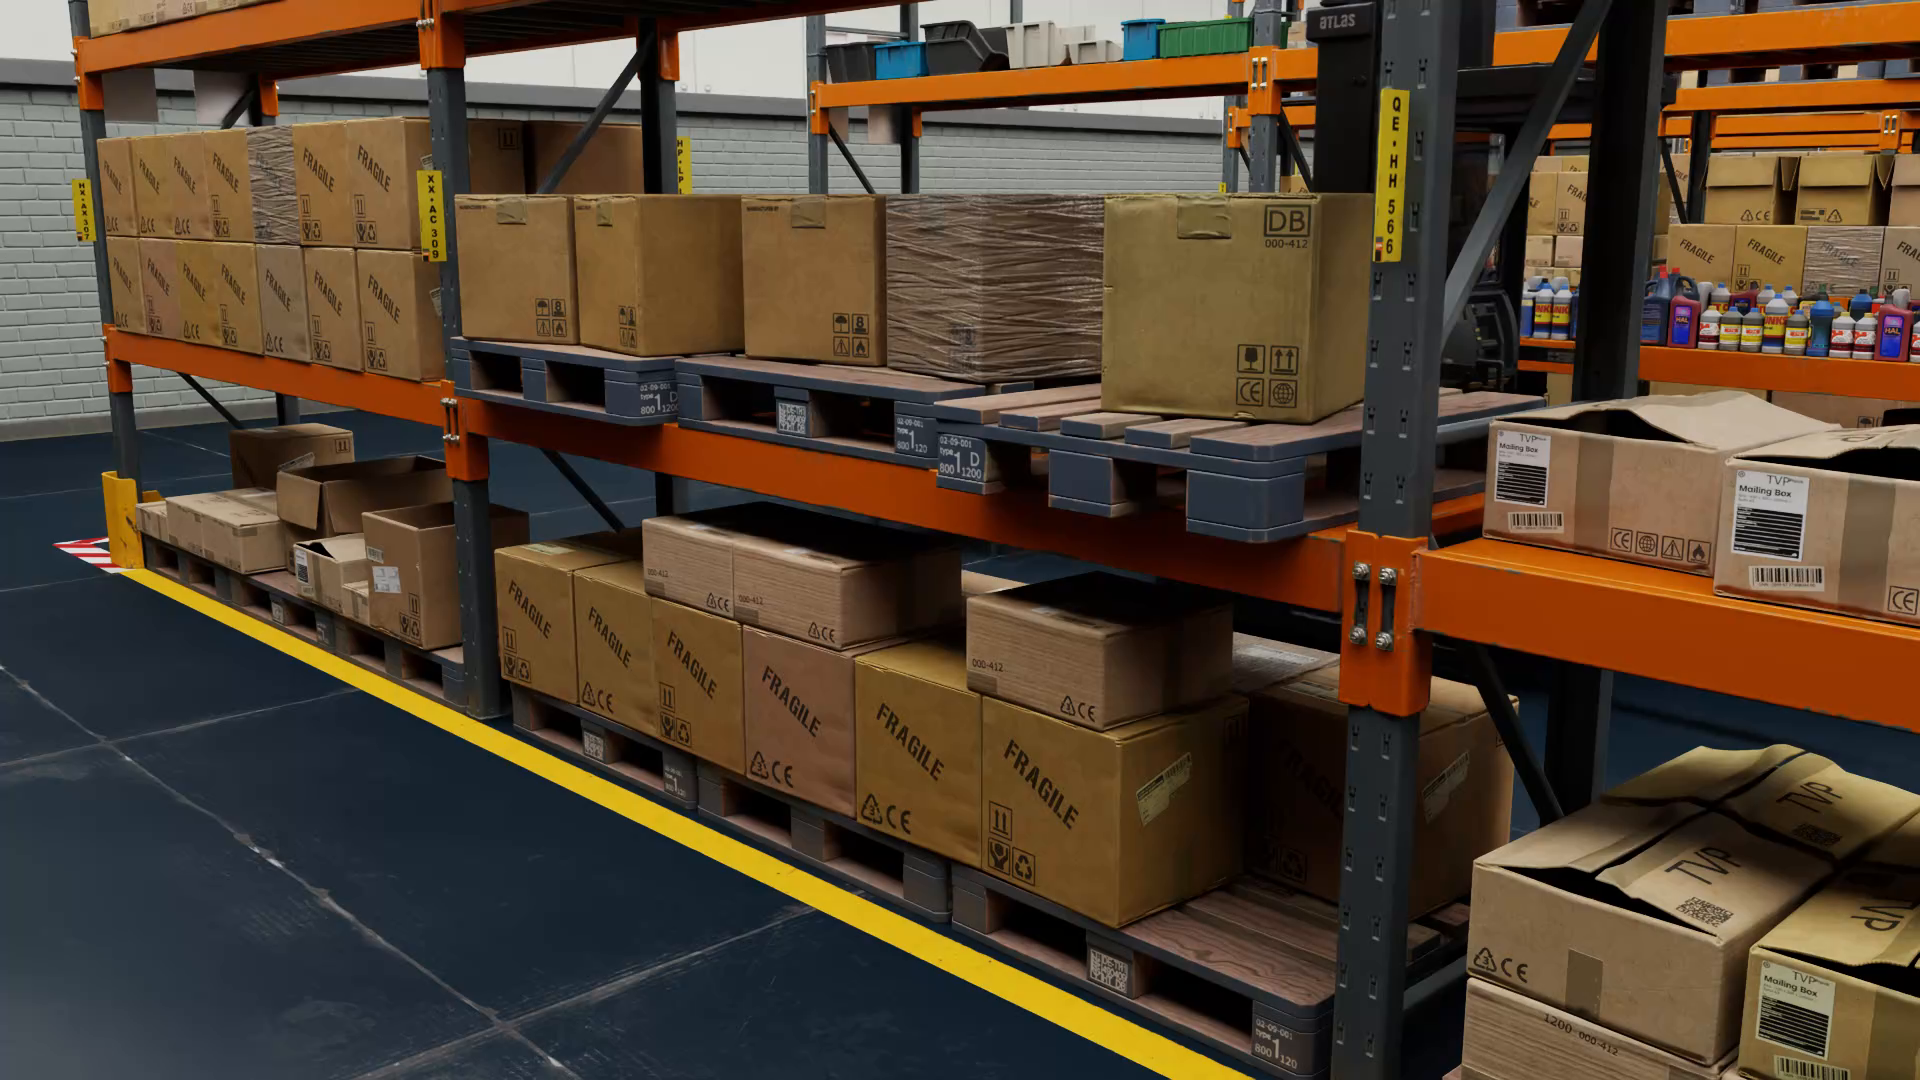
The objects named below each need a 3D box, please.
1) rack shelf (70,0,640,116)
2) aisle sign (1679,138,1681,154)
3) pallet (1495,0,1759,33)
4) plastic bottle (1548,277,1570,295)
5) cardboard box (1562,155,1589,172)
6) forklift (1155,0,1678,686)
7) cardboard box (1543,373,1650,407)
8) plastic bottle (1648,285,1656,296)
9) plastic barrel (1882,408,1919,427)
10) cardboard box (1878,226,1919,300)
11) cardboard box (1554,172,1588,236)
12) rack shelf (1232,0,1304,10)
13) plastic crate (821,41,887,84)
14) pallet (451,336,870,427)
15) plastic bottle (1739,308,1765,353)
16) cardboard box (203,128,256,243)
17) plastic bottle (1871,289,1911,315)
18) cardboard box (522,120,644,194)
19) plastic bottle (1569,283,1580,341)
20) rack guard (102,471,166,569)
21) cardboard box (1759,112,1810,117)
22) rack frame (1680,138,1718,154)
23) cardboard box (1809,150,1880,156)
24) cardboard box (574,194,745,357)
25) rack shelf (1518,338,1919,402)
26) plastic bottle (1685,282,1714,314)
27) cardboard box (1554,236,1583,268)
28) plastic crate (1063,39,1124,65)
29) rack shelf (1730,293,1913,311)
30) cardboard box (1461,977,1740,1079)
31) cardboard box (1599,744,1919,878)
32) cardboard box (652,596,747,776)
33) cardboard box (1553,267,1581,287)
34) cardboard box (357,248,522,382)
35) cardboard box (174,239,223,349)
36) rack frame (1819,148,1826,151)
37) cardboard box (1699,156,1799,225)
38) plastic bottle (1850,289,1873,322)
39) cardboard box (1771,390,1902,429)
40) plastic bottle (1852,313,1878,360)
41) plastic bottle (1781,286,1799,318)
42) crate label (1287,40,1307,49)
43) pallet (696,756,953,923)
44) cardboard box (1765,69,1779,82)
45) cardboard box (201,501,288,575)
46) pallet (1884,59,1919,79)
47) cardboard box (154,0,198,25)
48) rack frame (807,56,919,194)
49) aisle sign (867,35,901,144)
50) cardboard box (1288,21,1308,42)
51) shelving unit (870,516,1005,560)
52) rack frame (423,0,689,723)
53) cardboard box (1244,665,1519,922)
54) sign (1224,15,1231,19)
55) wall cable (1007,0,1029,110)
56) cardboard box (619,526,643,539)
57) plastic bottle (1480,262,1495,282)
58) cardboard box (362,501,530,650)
[{"bbox_3d":[-2.920,-2.245,7.724,1.077,0.370,4.000,-11,16,-43],"label":"rack shelf"},{"bbox_3d":[9.774,-5.424,22.364,0.394,0.787,0.004,-11,16,-43],"label":"aisle sign"},{"bbox_3d":[3.443,-2.637,8.310,1.003,0.211,1.213,-11,16,-43],"label":"pallet"},{"bbox_3d":[3.245,-1.306,9.125,0.152,0.276,0.135,-11,16,-43],"label":"plastic bottle"},{"bbox_3d":[6.994,-3.985,18.360,0.500,0.500,0.500,-10,15,-41],"label":"cardboard box"},{"bbox_3d":[2.318,-0.930,7.161,1.130,2.935,3.031,-10,15,-41],"label":"forklift"},{"bbox_3d":[5.230,-1.489,13.928,0.875,0.875,0.875,-11,16,-43],"label":"cardboard box"},{"bbox_3d":[3.408,-1.099,8.099,0.061,0.283,0.133,-11,16,-43],"label":"plastic bottle"},{"bbox_3d":[4.458,-0.154,7.563,0.600,0.830,0.708,-11,16,-43],"label":"plastic barrel"},{"bbox_3d":[6.819,-1.942,11.657,0.500,0.500,0.500,-10,16,-41],"label":"cardboard box"},{"bbox_3d":[5.117,-2.686,13.289,0.500,0.500,0.500,-10,15,-41],"label":"cardboard box"},{"bbox_3d":[4.247,-4.898,14.159,1.077,0.370,4.000,-11,16,-43],"label":"rack shelf"},{"bbox_3d":[-0.652,-3.420,11.967,0.497,0.269,0.590,-11,16,-43],"label":"plastic crate"},{"bbox_3d":[-1.066,-0.610,5.916,1.003,0.211,1.213,-11,16,-43],"label":"pallet"},{"bbox_3d":[3.658,-0.969,7.671,0.097,0.201,0.097,0,12,0],"label":"plastic bottle"},{"bbox_3d":[-3.126,-1.634,7.685,0.500,0.500,0.500,-11,16,-43],"label":"cardboard box"},{"bbox_3d":[4.424,-1.057,7.917,0.152,0.276,0.135,-11,16,-43],"label":"plastic bottle"},{"bbox_3d":[-1.661,-1.483,6.950,0.500,0.500,0.500,-10,16,-41],"label":"cardboard box"},{"bbox_3d":[3.131,-1.160,8.230,0.144,0.351,0.185,-11,16,-43],"label":"plastic bottle"},{"bbox_3d":[-4.249,-0.185,9.569,1.175,0.500,0.348,-11,16,-43],"label":"rack guard"},{"bbox_3d":[8.415,-4.397,16.757,0.500,0.250,0.500,-11,16,-43],"label":"cardboard box"},{"bbox_3d":[10.033,-4.181,22.771,1.000,3.000,0.127,-11,16,-43],"label":"rack frame"},{"bbox_3d":[8.765,-3.608,16.527,0.500,0.500,0.500,11,16,43],"label":"cardboard box"},{"bbox_3d":[-0.853,-0.899,5.553,0.700,0.500,0.500,-8,14,-34],"label":"cardboard box"},{"bbox_3d":[3.427,-0.882,8.540,1.077,0.370,4.000,-11,16,-43],"label":"rack shelf"},{"bbox_3d":[3.785,-1.192,8.571,0.152,0.276,0.135,-11,16,-43],"label":"plastic bottle"},{"bbox_3d":[5.133,-2.316,13.355,0.500,0.250,0.500,-11,16,-44],"label":"cardboard box"},{"bbox_3d":[0.892,-2.999,10.252,0.293,0.136,0.466,-11,16,-43],"label":"plastic crate"},{"bbox_3d":[7.009,-1.572,11.890,1.077,0.370,4.000,-11,16,-43],"label":"rack shelf"},{"bbox_3d":[1.372,1.006,3.369,0.500,0.250,0.500,-11,16,-43],"label":"cardboard box"},{"bbox_3d":[1.763,0.656,3.677,0.500,0.311,0.500,-10,16,-41],"label":"cardboard box"},{"bbox_3d":[-0.665,0.427,5.508,0.500,0.500,0.500,-11,16,-42],"label":"cardboard box"},{"bbox_3d":[5.002,-2.130,13.437,0.380,0.149,0.250,-10,16,-41],"label":"cardboard box"},{"bbox_3d":[-2.070,-0.922,6.707,0.500,0.500,0.500,-11,16,-42],"label":"cardboard box"},{"bbox_3d":[-3.481,-1.219,8.148,0.500,0.500,0.500,-11,16,-43],"label":"cardboard box"},{"bbox_3d":[13.621,-4.873,26.131,1.000,3.000,0.127,-11,16,-43],"label":"rack frame"},{"bbox_3d":[6.075,-2.664,12.676,0.637,0.503,0.797,11,16,44],"label":"cardboard box"},{"bbox_3d":[4.319,-1.067,7.976,0.097,0.271,0.097,0,12,0],"label":"plastic bottle"},{"bbox_3d":[6.702,-1.160,12.334,0.875,0.875,1.225,11,16,43],"label":"cardboard box"},{"bbox_3d":[3.994,-0.898,7.327,0.097,0.201,0.097,0,12,0],"label":"plastic bottle"},{"bbox_3d":[4.112,-1.129,8.276,0.097,0.271,0.097,0,12,0],"label":"plastic bottle"},{"bbox_3d":[1.917,-2.978,10.151,0.293,0.136,0.466,-11,16,-43],"label":"crate label"},{"bbox_3d":[-0.103,0.821,5.403,1.003,0.211,1.213,-11,16,-43],"label":"pallet"},{"bbox_3d":[8.432,-4.643,16.711,0.500,0.250,0.500,11,16,43],"label":"cardboard box"},{"bbox_3d":[-3.441,-0.024,8.318,0.500,0.250,0.500,-11,16,-43],"label":"cardboard box"},{"bbox_3d":[7.133,-3.258,11.328,1.003,0.211,1.213,-10,15,-40],"label":"pallet"},{"bbox_3d":[-3.448,-2.558,7.831,0.500,0.250,0.500,-11,16,-43],"label":"cardboard box"},{"bbox_3d":[-0.716,-2.110,12.718,1.000,3.000,0.127,-11,16,-43],"label":"rack frame"},{"bbox_3d":[-0.554,-3.434,12.705,0.394,0.787,0.004,-11,16,-43],"label":"aisle sign"},{"bbox_3d":[3.264,-4.504,15.371,0.500,0.500,0.700,11,16,42],"label":"cardboard box"},{"bbox_3d":[-0.005,-0.552,9.803,0.538,1.125,1.048,-11,16,-43],"label":"shelving unit"},{"bbox_3d":[-1.539,-0.836,6.537,1.000,3.000,0.127,-11,16,-43],"label":"rack frame"},{"bbox_3d":[1.115,0.650,4.427,0.500,0.500,0.500,-10,15,-40],"label":"cardboard box"},{"bbox_3d":[2.460,-4.660,15.298,0.100,0.325,0.005,-11,16,-43],"label":"sign"},{"bbox_3d":[1.454,-8.619,21.475,2.277,5.999,0.120,-11,16,-43],"label":"wall cable"},{"bbox_3d":[-0.991,0.205,6.589,0.500,0.500,0.500,-11,16,-43],"label":"cardboard box"},{"bbox_3d":[2.941,-1.366,9.231,0.144,0.351,0.185,-11,16,-43],"label":"plastic bottle"},{"bbox_3d":[-2.138,0.129,6.956,0.500,0.500,0.500,-11,16,-43],"label":"cardboard box"}]
